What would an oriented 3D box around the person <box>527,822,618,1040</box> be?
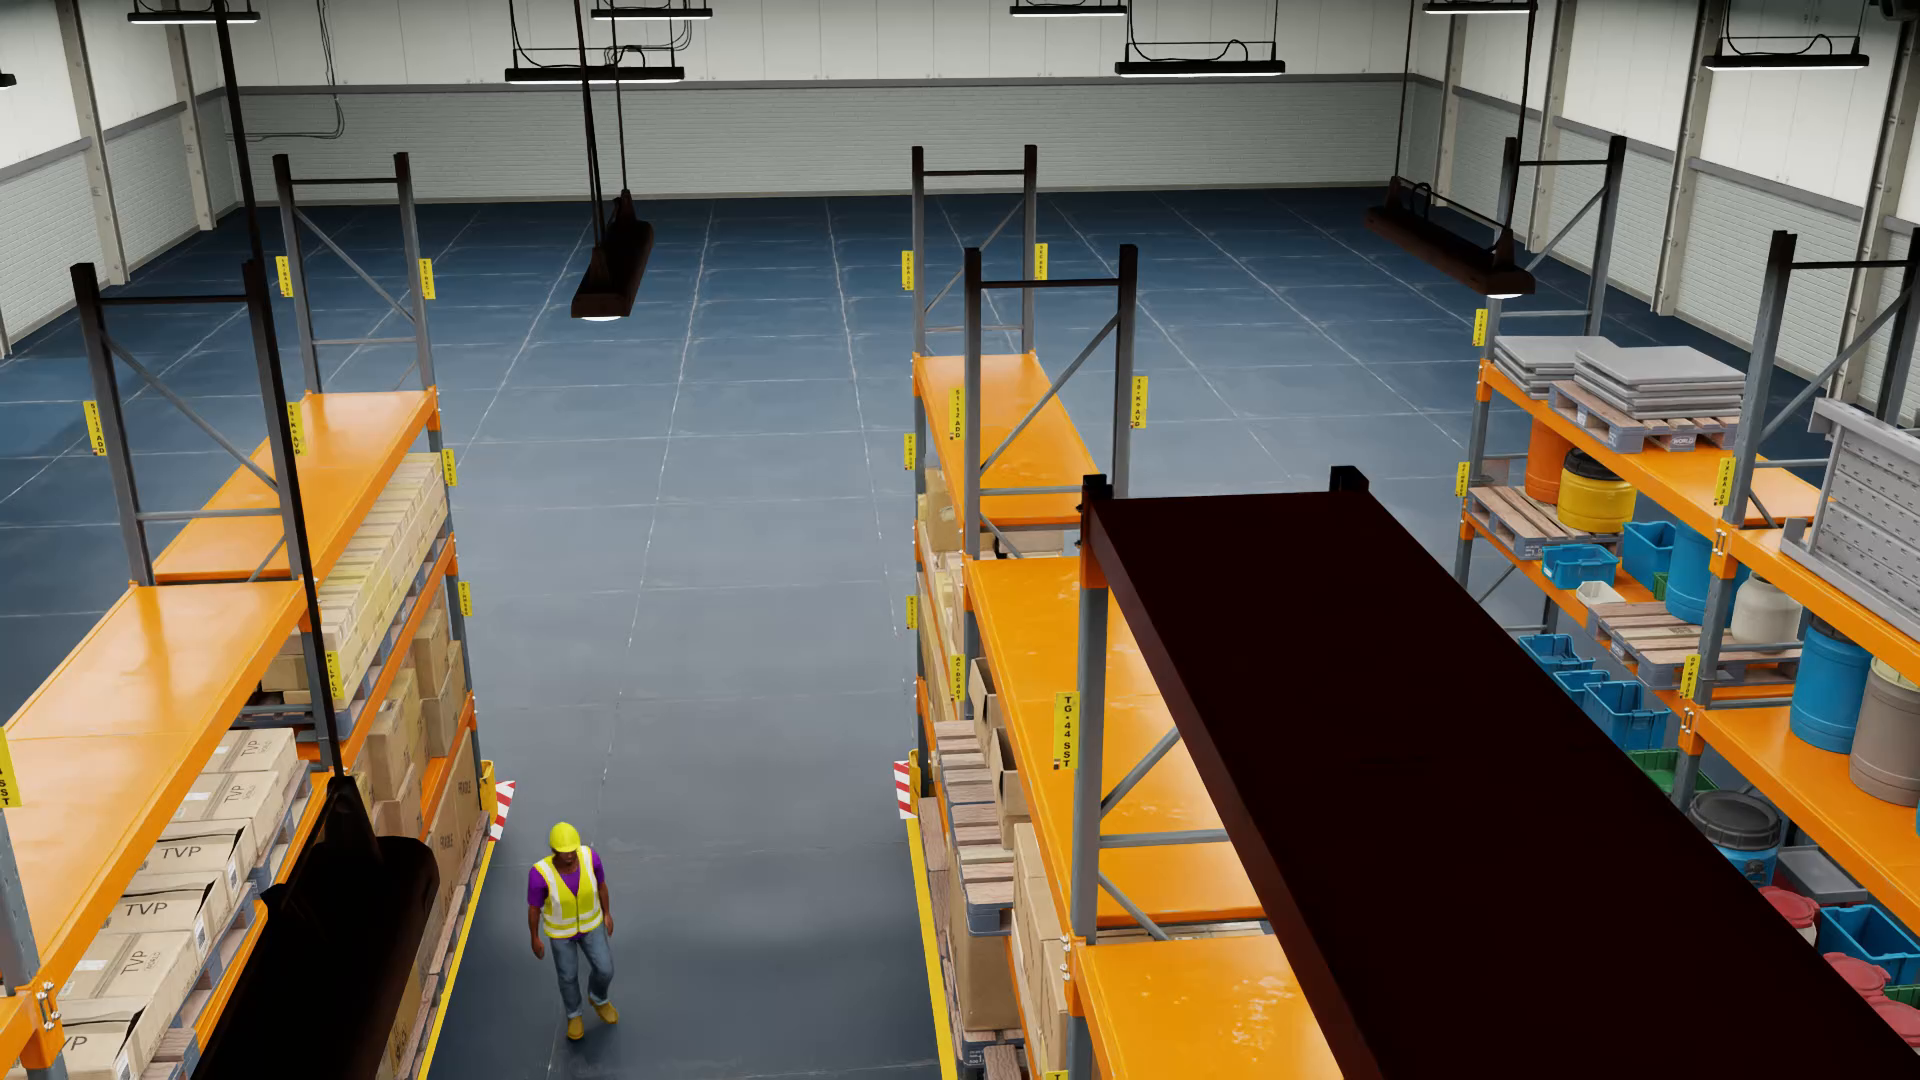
[{"bbox_3d":[-2.818,2.837,12.107,0.609,1.787,0.403,-11,24,-27],"label":"person"}]
